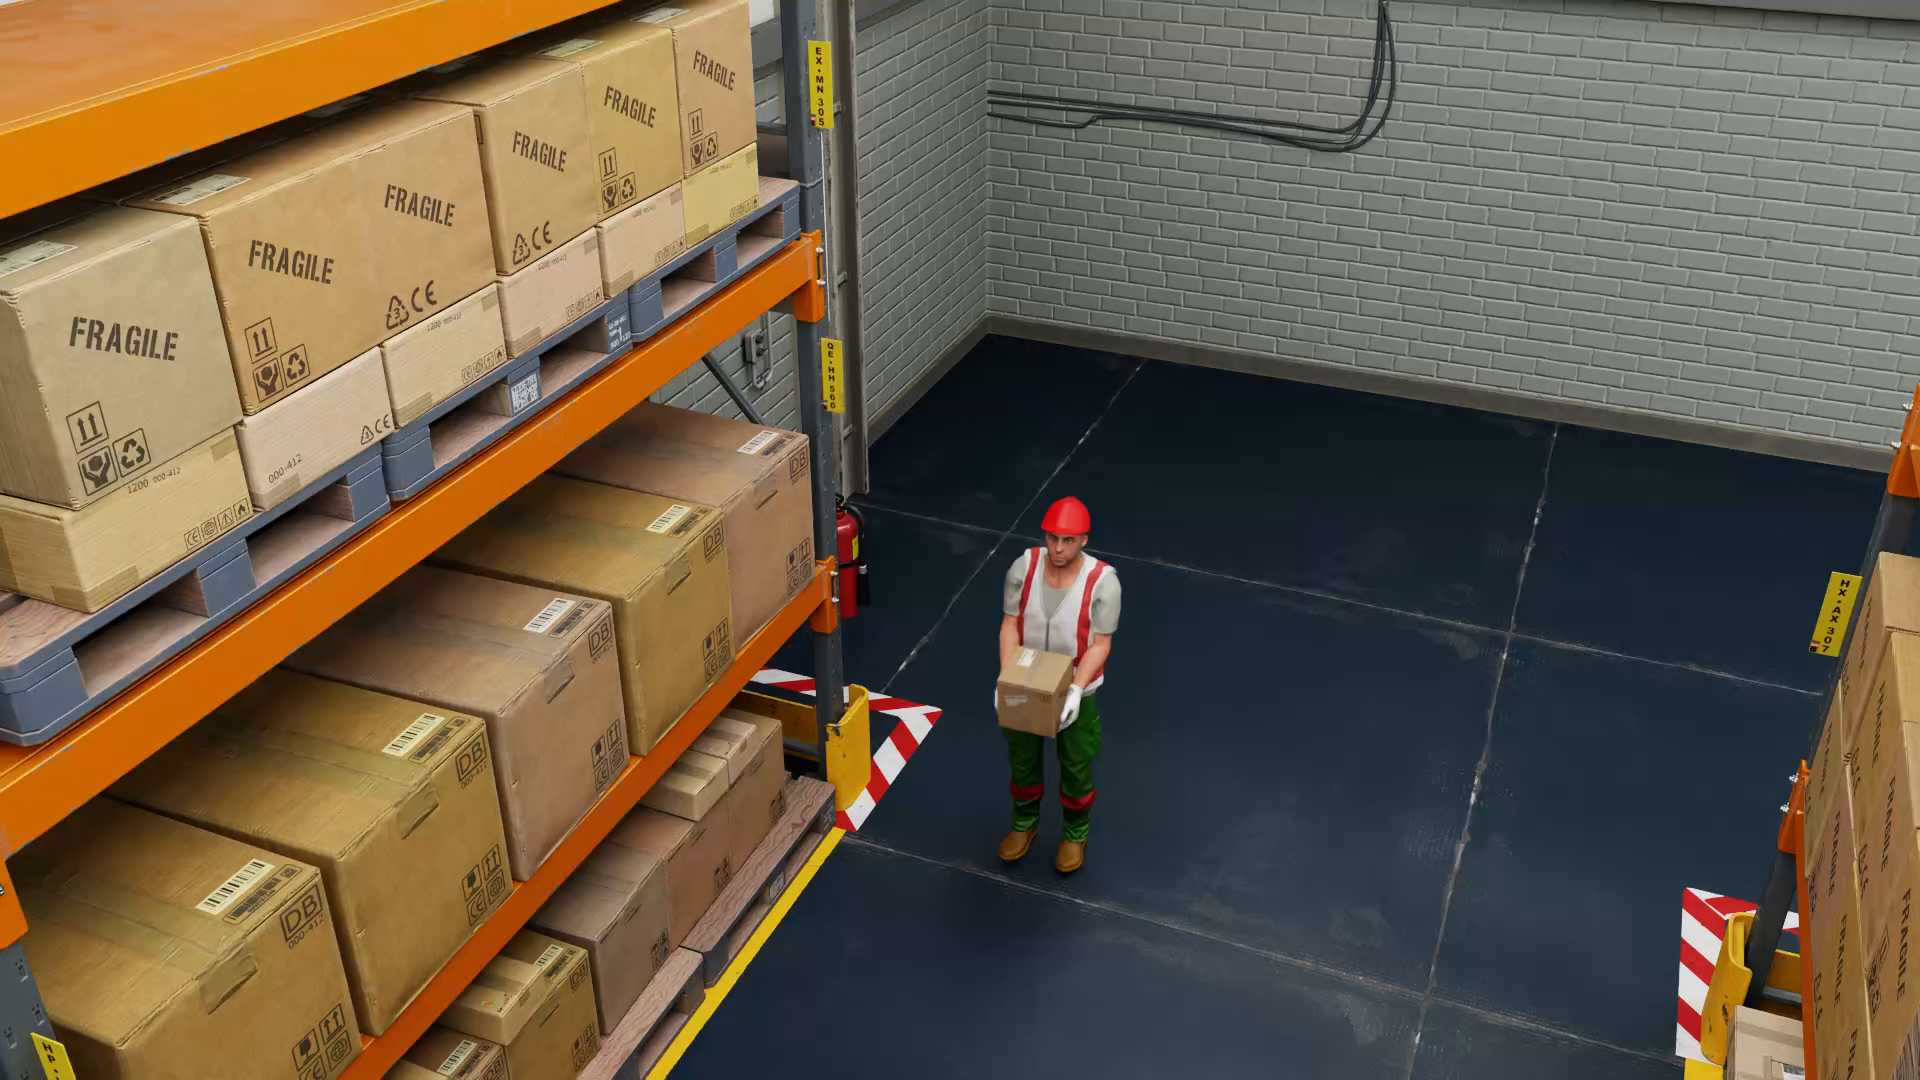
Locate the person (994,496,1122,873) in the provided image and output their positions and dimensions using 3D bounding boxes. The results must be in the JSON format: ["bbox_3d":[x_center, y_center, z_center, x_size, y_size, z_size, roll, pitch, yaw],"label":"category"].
[{"bbox_3d":[0.391,0.668,7.186,0.519,1.793,0.547,11,31,19],"label":"person"}]
